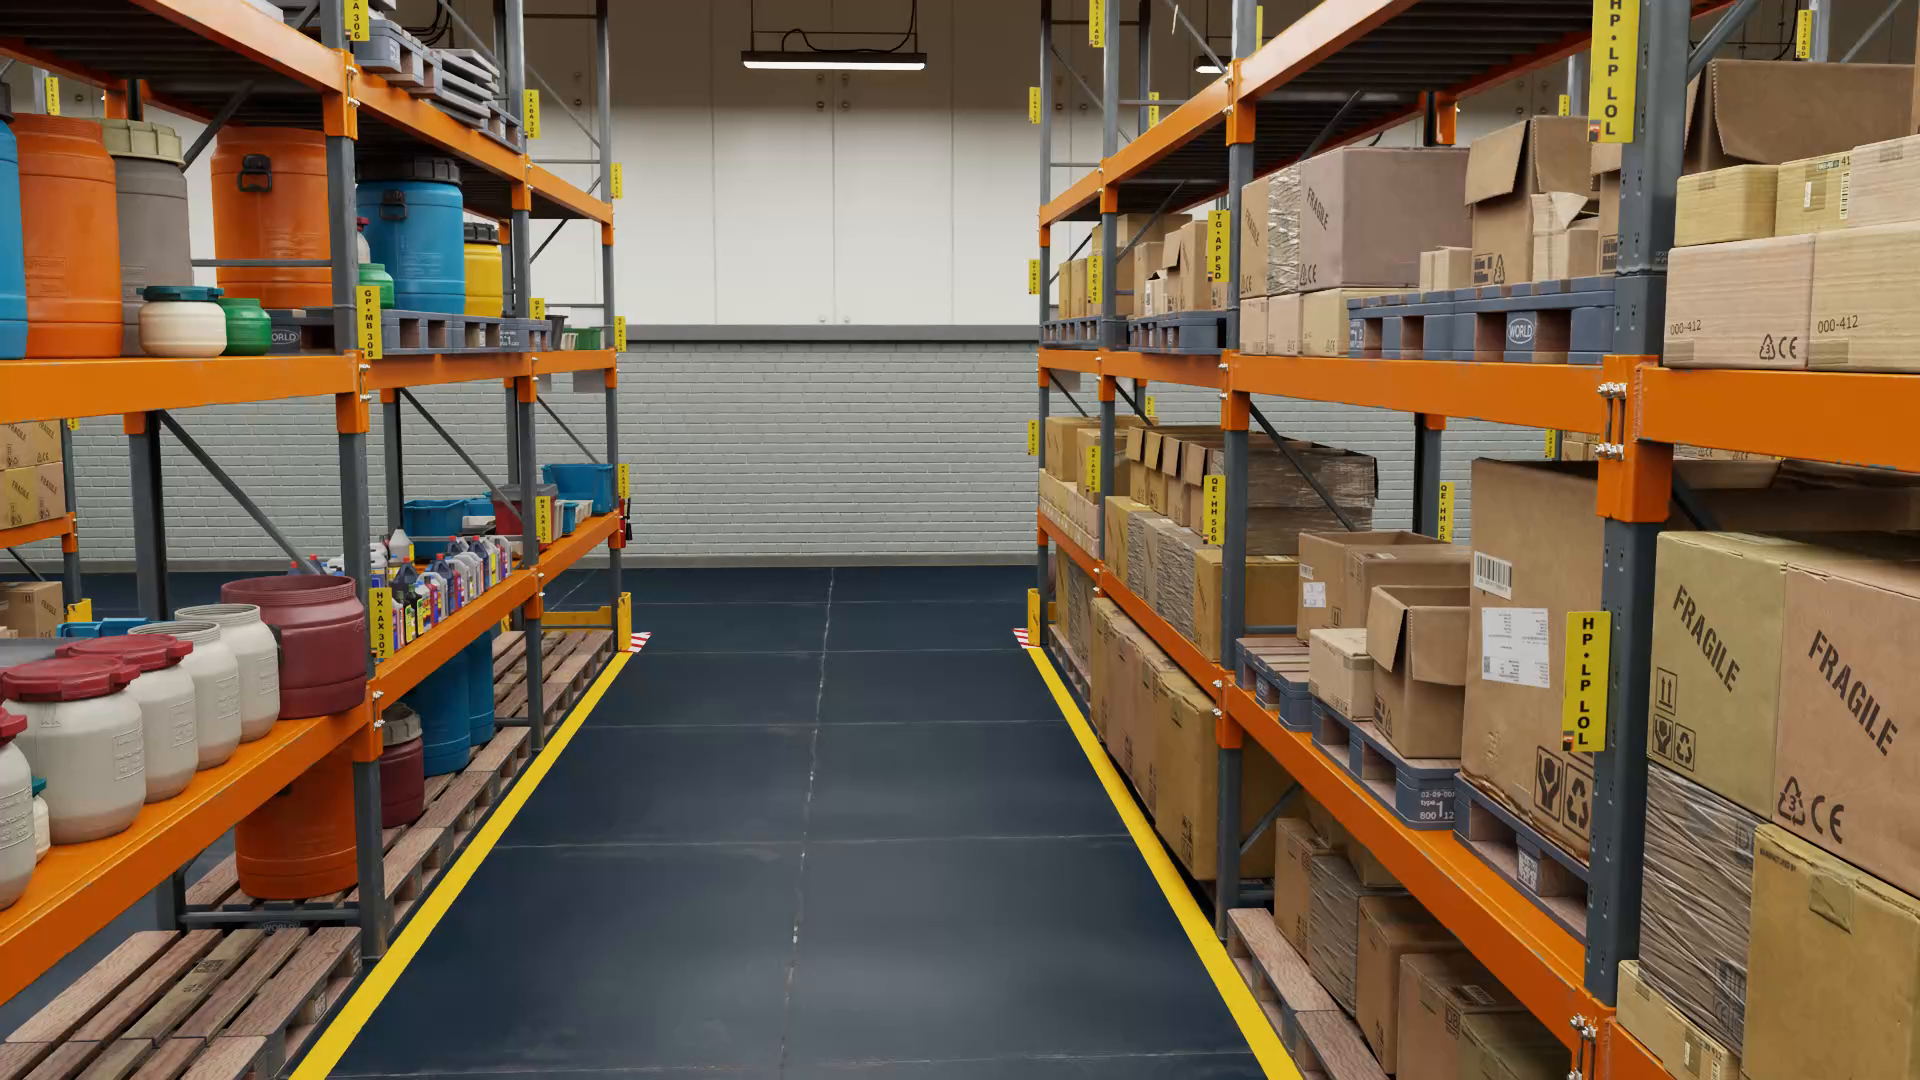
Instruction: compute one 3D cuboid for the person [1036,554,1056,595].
[{"bbox_3d":[1.247,0.486,16.994,0.929,0.815,0.571,-1,7,-5],"label":"person"}]
